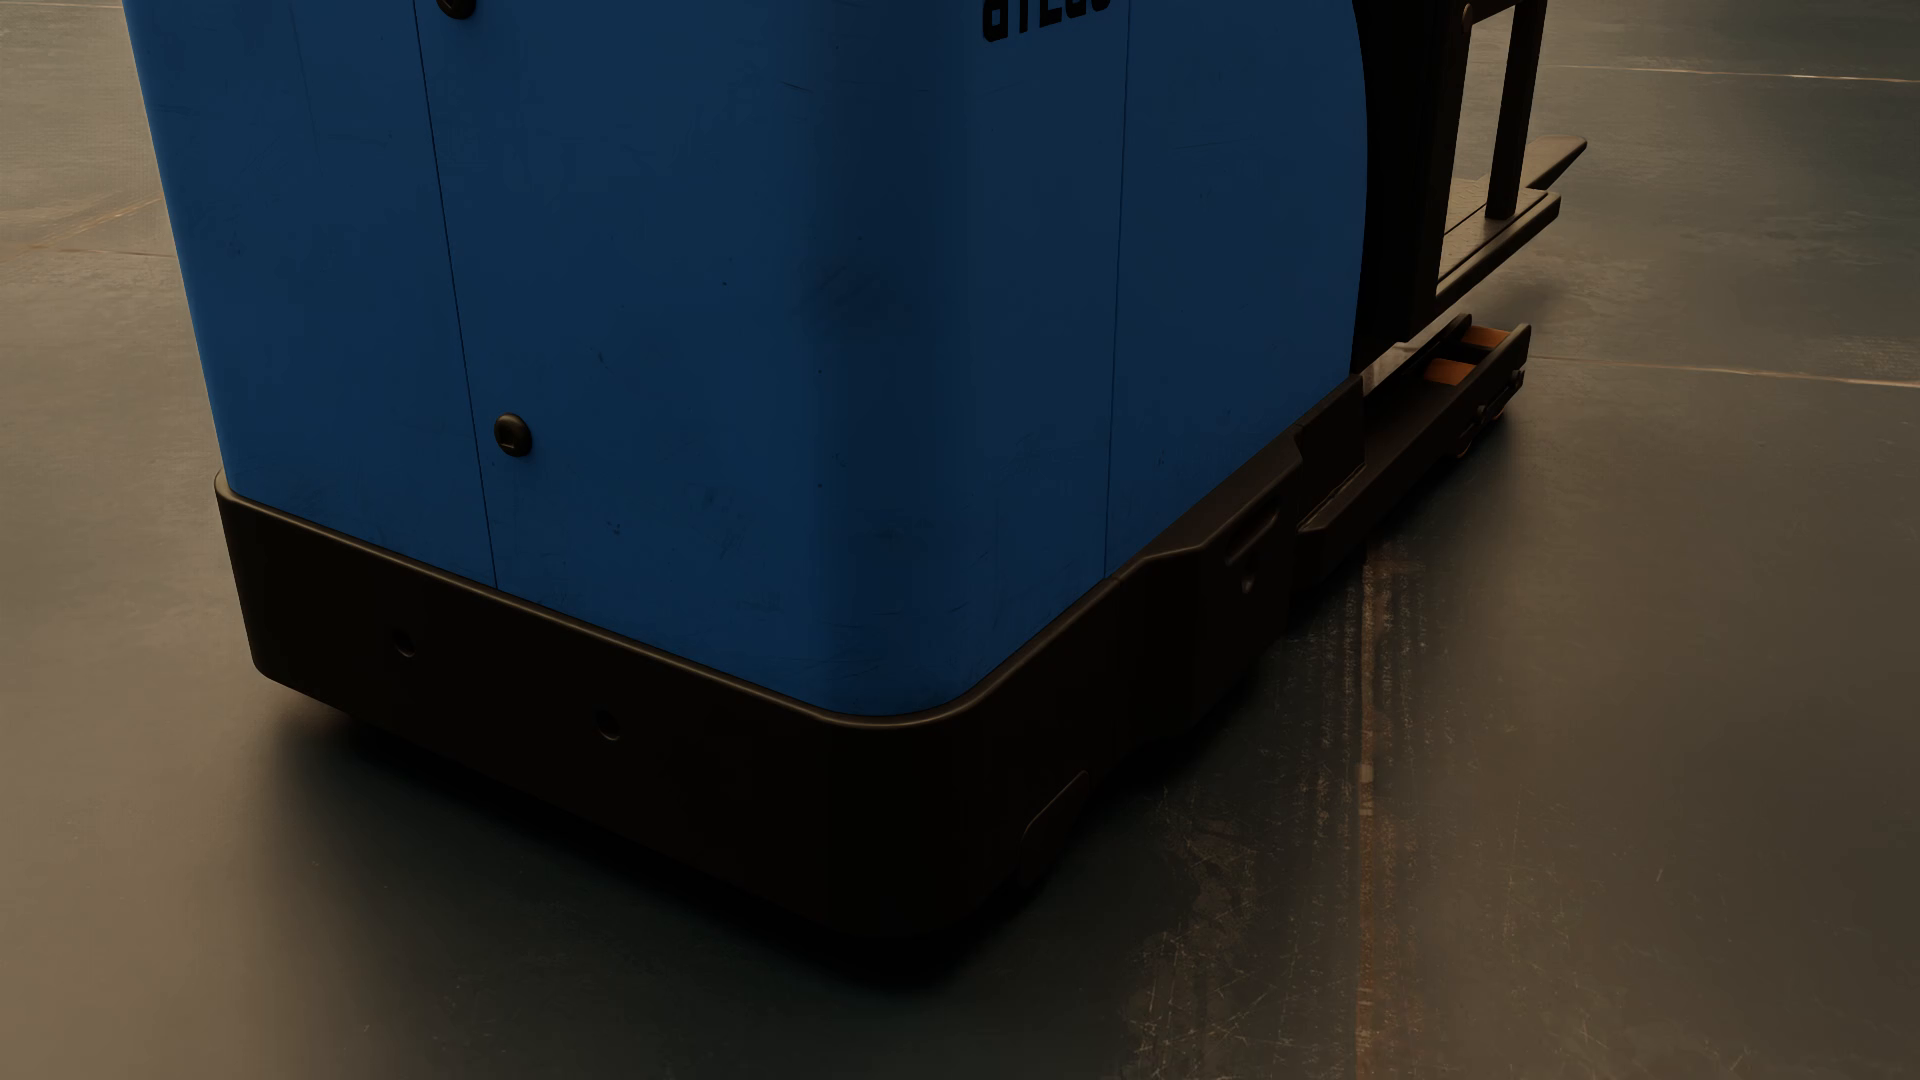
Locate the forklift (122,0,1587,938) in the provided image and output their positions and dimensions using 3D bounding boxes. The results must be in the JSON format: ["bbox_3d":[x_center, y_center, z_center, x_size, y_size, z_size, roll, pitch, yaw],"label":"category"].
[{"bbox_3d":[0.341,-1.547,2.312,1.130,2.935,3.031,16,31,29],"label":"forklift"}]
